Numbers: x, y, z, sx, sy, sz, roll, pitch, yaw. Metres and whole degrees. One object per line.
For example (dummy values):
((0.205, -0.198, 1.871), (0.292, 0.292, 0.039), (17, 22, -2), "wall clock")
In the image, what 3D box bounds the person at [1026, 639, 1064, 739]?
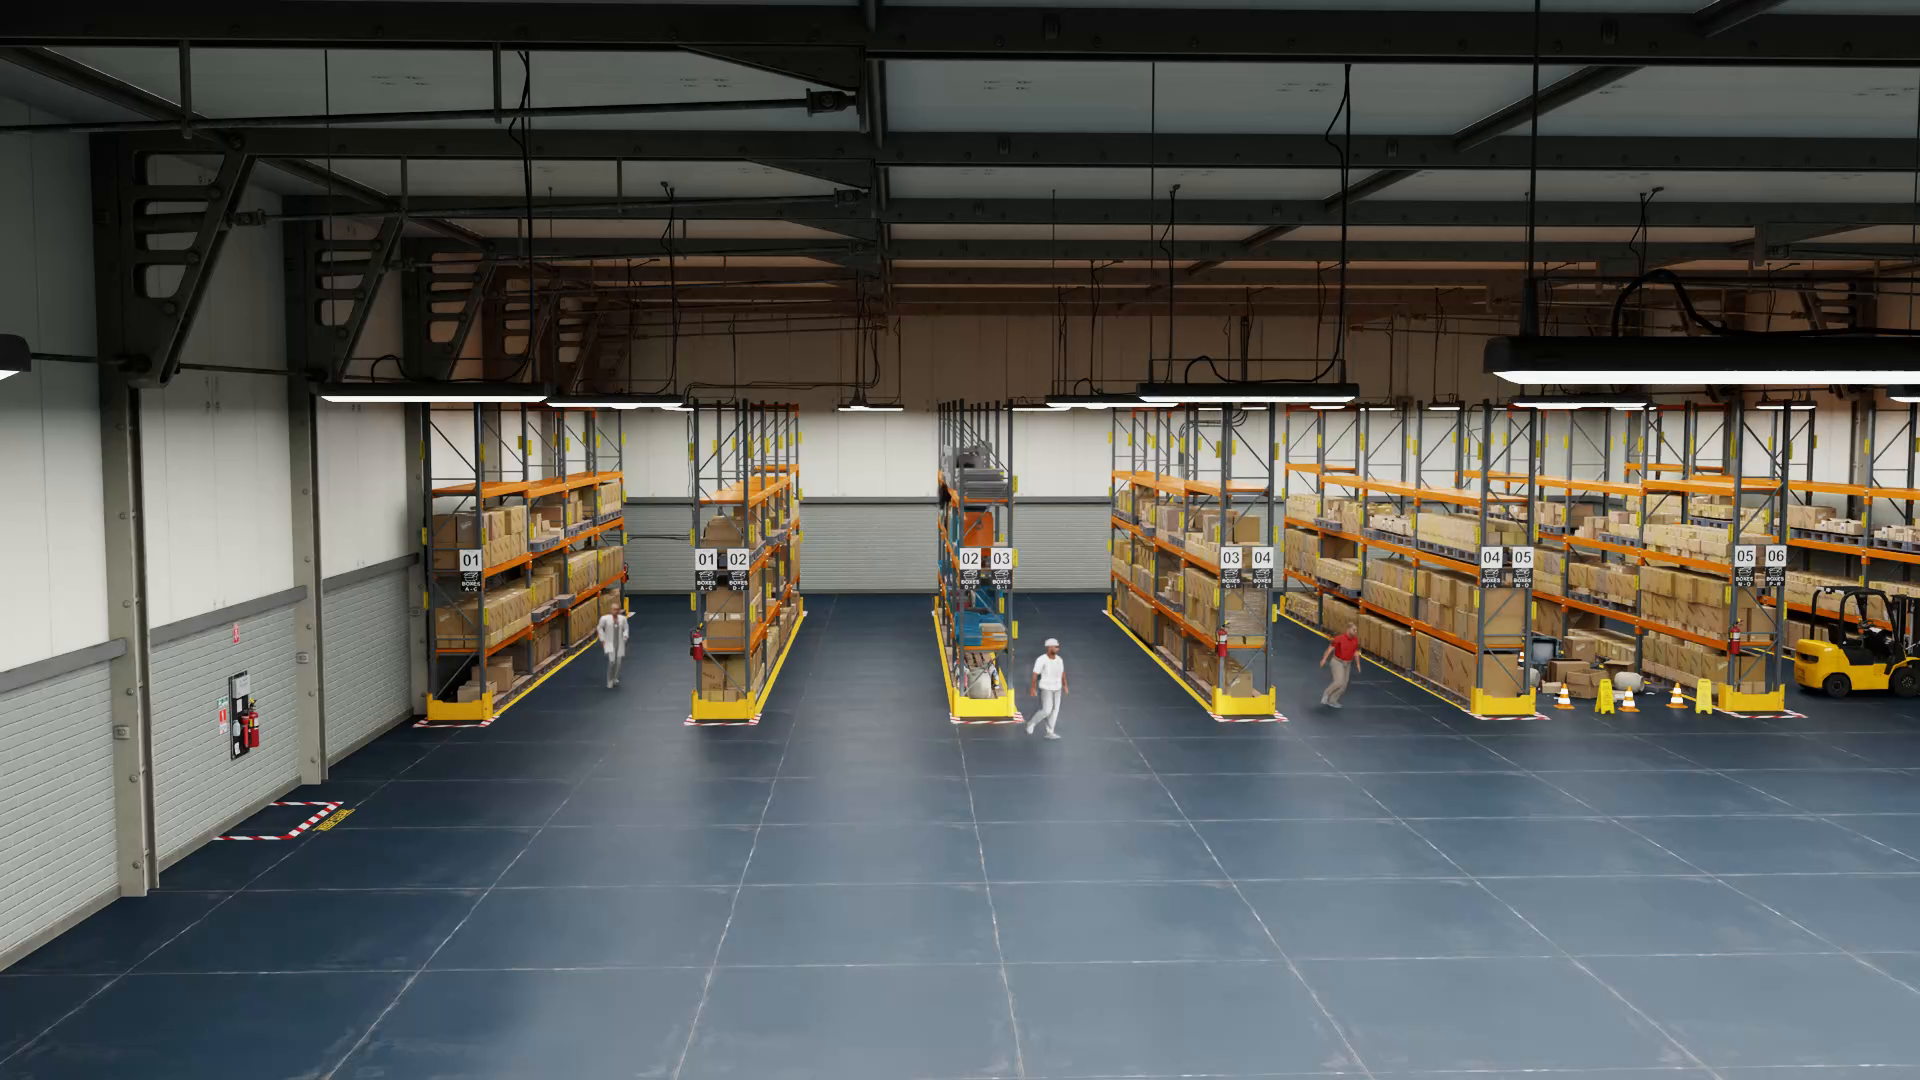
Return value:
((1.506, 2.615, 29.292), (0.680, 1.754, 0.552), (-4, 6, -41), "person")

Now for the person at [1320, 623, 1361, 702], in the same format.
((7.423, 2.389, 32.336), (0.647, 1.584, 0.571), (-3, 5, -31), "person")

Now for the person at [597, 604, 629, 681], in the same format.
((-7.225, 2.151, 34.752), (0.626, 1.660, 0.839), (-2, 5, -28), "person")
